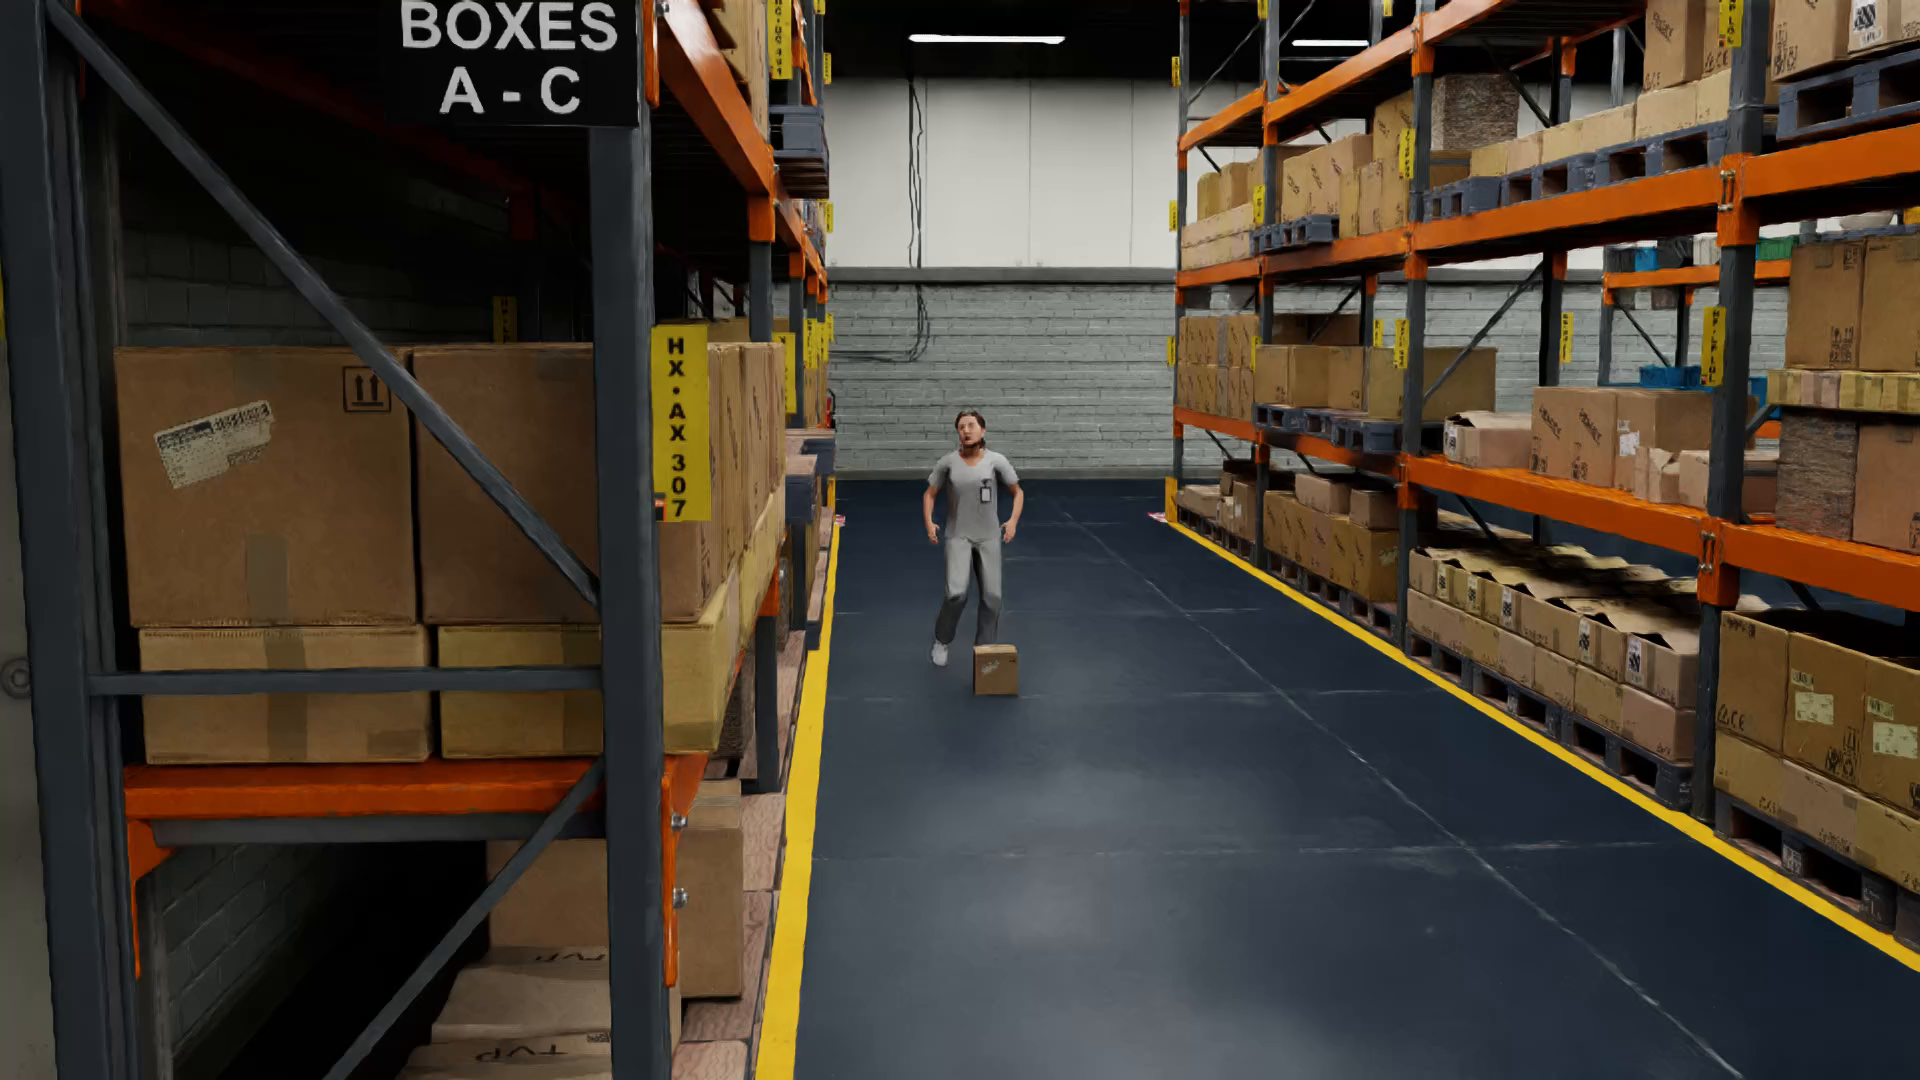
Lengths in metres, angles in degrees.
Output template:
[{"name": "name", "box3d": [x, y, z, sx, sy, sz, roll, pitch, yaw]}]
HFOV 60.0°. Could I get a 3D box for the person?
[{"name": "person", "box3d": [0.094, 0.010, 10.296, 0.624, 1.621, 0.470, -1, 7, -6]}]
